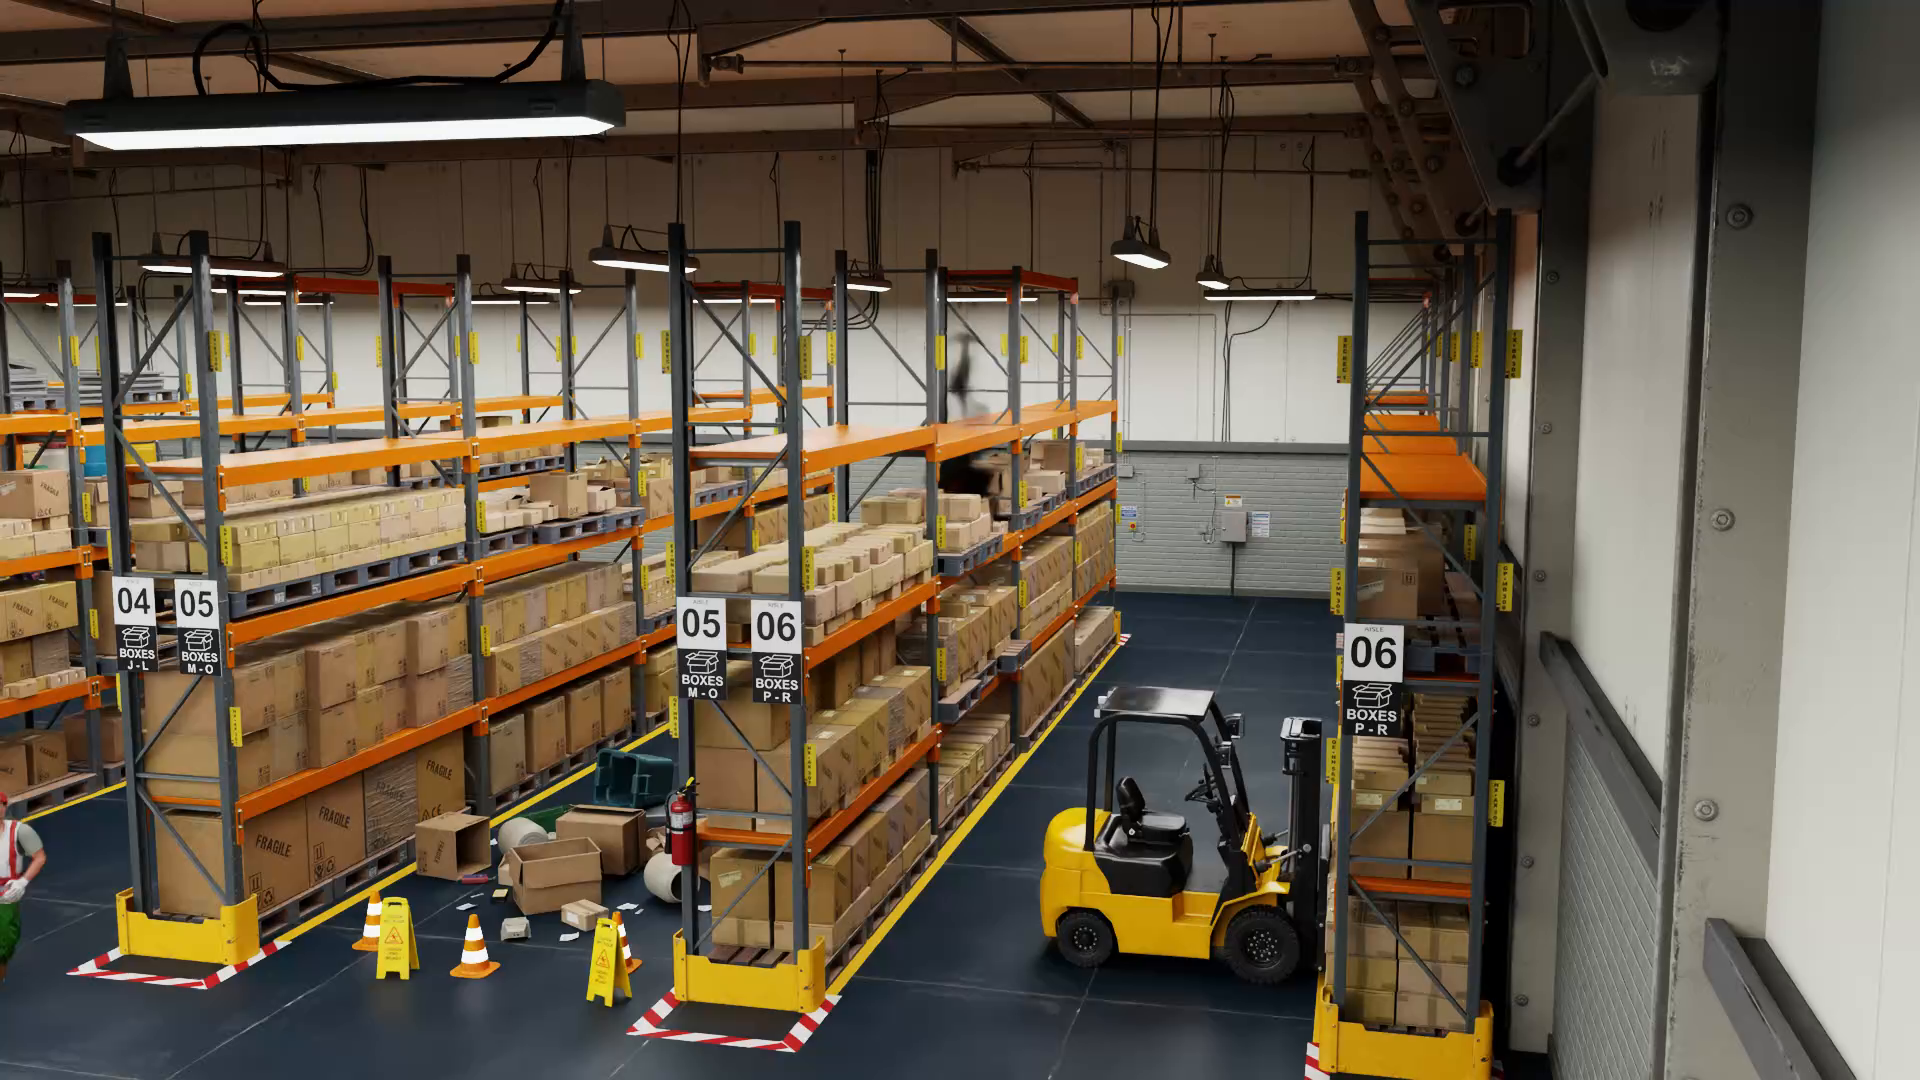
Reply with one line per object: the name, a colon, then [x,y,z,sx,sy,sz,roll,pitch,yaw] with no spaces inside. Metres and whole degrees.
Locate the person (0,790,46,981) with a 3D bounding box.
person: [-7.424,2.758,12.830,0.696,1.774,0.851,-3,8,-24]
